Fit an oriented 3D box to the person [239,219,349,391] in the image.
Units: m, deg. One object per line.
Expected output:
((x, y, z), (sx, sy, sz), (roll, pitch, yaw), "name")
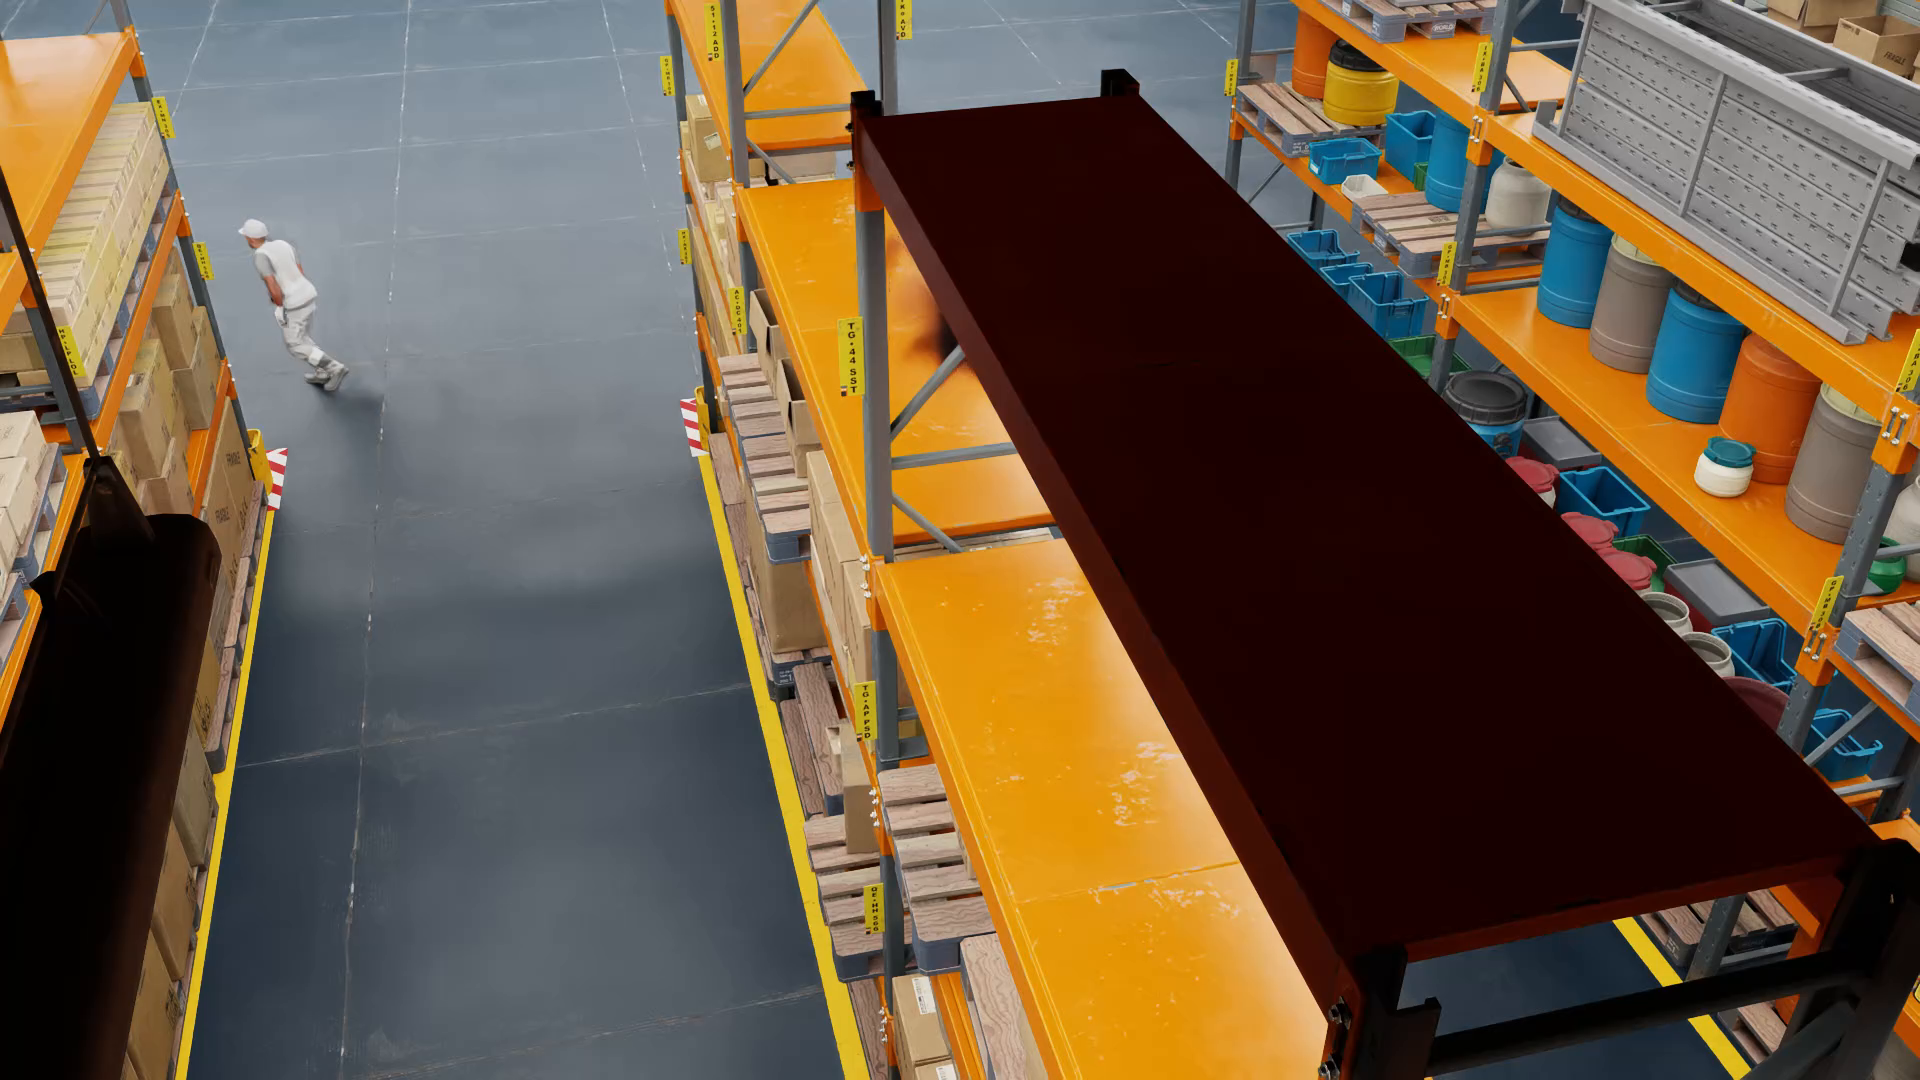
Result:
((-6.351, -2.249, 15.928), (0.910, 1.633, 0.637), (6, 35, 9), "person")
